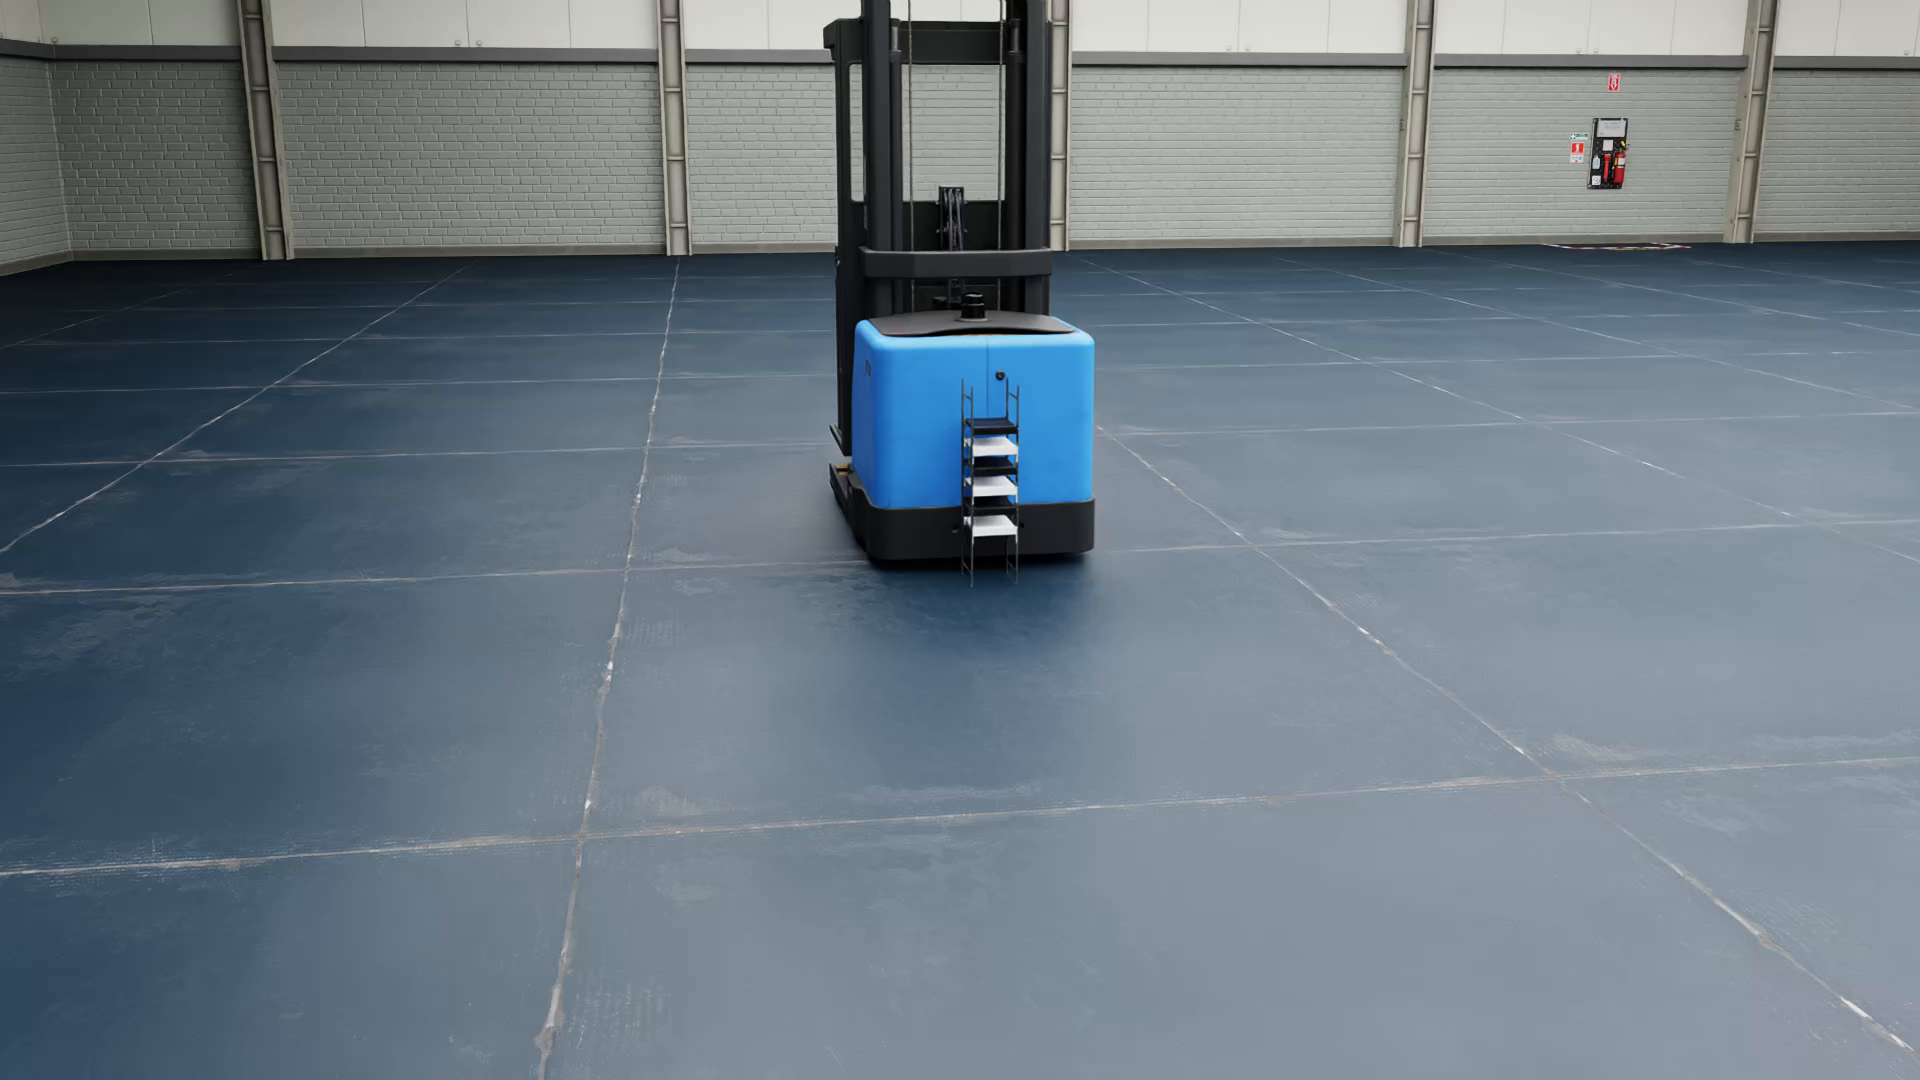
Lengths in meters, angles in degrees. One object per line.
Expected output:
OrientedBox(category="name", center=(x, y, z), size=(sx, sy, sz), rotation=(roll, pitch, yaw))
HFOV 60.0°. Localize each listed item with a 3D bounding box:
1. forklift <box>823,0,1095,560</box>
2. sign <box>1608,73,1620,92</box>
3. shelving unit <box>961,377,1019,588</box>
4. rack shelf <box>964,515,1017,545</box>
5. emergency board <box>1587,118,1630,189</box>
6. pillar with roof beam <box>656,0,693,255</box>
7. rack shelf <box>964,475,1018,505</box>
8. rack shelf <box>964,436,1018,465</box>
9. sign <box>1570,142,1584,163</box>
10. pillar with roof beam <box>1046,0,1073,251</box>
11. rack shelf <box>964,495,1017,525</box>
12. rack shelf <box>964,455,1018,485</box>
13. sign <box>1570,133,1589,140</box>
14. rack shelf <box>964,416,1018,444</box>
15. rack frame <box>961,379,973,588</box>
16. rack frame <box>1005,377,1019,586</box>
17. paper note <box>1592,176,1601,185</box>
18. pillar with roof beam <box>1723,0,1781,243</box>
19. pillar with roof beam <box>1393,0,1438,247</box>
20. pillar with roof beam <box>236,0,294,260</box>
OrientedBox(category="forklift", center=(-0.121, -1.640, 8.736), size=(1.130, 2.935, 3.031), rotation=(-2, 14, -9))
OrientedBox(category="sign", center=(10.933, -7.652, 27.800), size=(0.199, 0.298, 0.001), rotation=(-2, 14, -8))
OrientedBox(category="shelving unit", center=(0.132, -0.256, 7.393), size=(0.210, 0.900, 0.258), rotation=(-3, 14, -10))
OrientedBox(category="rack shelf", center=(0.132, -0.049, 7.445), size=(0.200, 0.077, 0.258), rotation=(-3, 14, -10))
OrientedBox(category="emergency board", center=(10.956, -6.503, 27.988), size=(0.643, 1.169, 0.194), rotation=(-2, 14, -8))
OrientedBox(category="pillar with roof beam", center=(-3.753, -7.806, 20.848), size=(0.400, 9.000, 9.100), rotation=(-2, 14, -8))
OrientedBox(category="rack shelf", center=(0.132, -0.224, 7.401), size=(0.200, 0.077, 0.258), rotation=(-3, 14, -10))
OrientedBox(category="rack shelf", center=(0.132, -0.398, 7.357), size=(0.200, 0.077, 0.258), rotation=(-3, 14, -10))
OrientedBox(category="sign", center=(10.394, -6.526, 28.002), size=(0.234, 0.329, 0.001), rotation=(-2, 14, -8))
OrientedBox(category="pillar with roof beam", center=(2.180, -8.023, 21.715), size=(0.400, 9.000, 9.100), rotation=(-2, 14, -8))
OrientedBox(category="rack shelf", center=(0.132, -0.136, 7.423), size=(0.200, 0.077, 0.258), rotation=(-3, 14, -10))
OrientedBox(category="rack shelf", center=(0.132, -0.311, 7.379), size=(0.200, 0.077, 0.258), rotation=(-3, 14, -10))
OrientedBox(category="sign", center=(10.399, -6.781, 27.930), size=(0.331, 0.109, 0.001), rotation=(-2, 14, -8))
OrientedBox(category="rack shelf", center=(0.132, -0.486, 7.335), size=(0.200, 0.077, 0.258), rotation=(-3, 14, -10))
OrientedBox(category="rack frame", center=(0.032, -0.251, 7.375), size=(0.006, 0.900, 0.240), rotation=(-3, 14, -10))
OrientedBox(category="rack frame", center=(0.232, -0.261, 7.411), size=(0.006, 0.900, 0.240), rotation=(-3, 14, -10))
OrientedBox(category="paper note", center=(10.770, -6.086, 28.135), size=(0.142, 0.148, 0.016), rotation=(-2, 14, -8))
OrientedBox(category="pillar with roof beam", center=(14.046, -8.458, 23.449), size=(0.400, 9.000, 9.100), rotation=(-2, 14, -8))
OrientedBox(category="pillar with roof beam", center=(8.113, -8.241, 22.582), size=(0.400, 9.000, 9.100), rotation=(-2, 14, -8))
OrientedBox(category="pillar with roof beam", center=(-9.686, -7.588, 19.981), size=(0.400, 9.000, 9.100), rotation=(-2, 14, -8))
